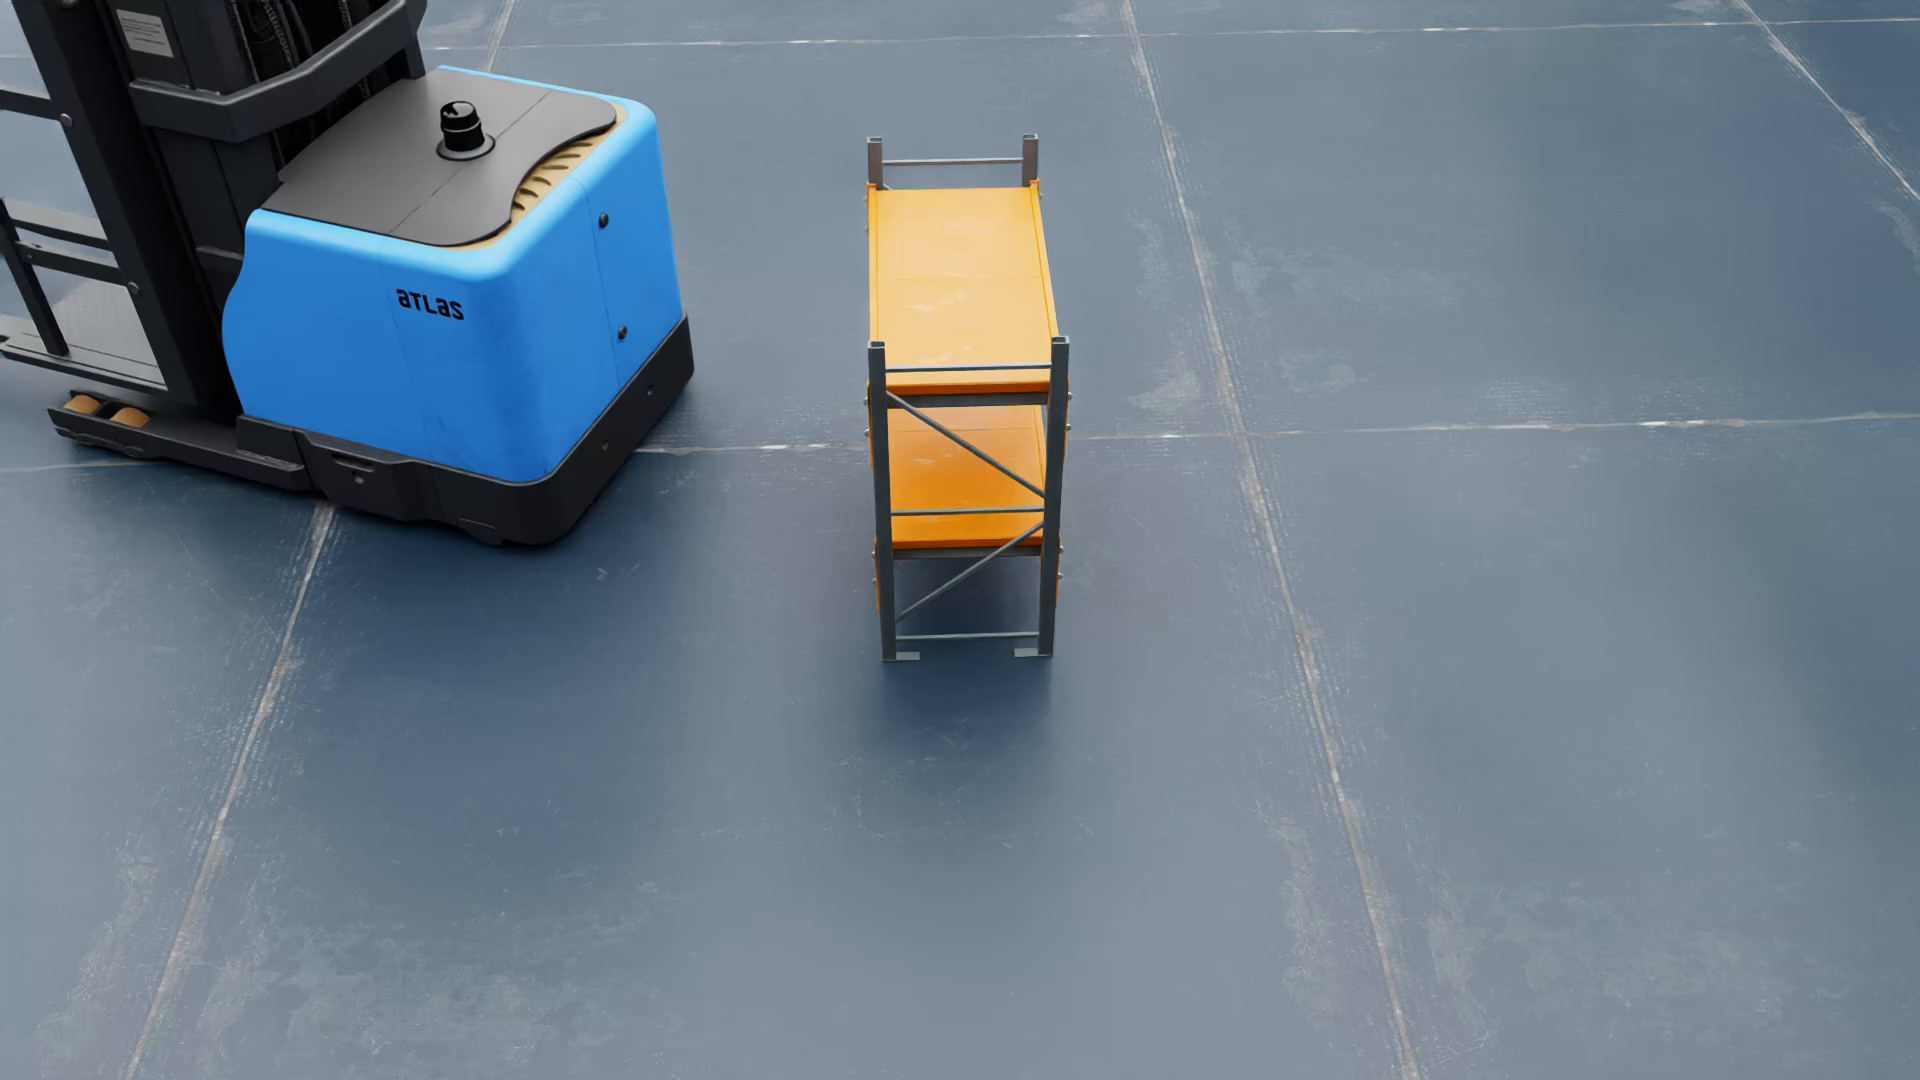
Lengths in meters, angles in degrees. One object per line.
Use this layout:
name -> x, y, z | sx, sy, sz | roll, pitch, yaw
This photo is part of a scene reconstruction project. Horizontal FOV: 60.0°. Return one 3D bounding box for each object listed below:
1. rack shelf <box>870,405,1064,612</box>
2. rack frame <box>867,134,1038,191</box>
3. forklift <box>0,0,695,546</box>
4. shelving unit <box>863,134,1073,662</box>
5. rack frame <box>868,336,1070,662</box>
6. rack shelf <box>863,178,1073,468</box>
rack shelf -> 0.000, -0.239, 5.040 | 0.538, 0.278, 1.000 | -2, 43, -2
rack frame -> -0.022, -0.762, 5.249 | 0.500, 1.125, 0.032 | -2, 43, -2
forklift -> -2.497, -1.675, 4.908 | 3.031, 2.935, 1.130 | 14, 44, 15
shelving unit -> 0.000, -0.419, 4.875 | 0.538, 1.125, 1.048 | -2, 43, -2
rack frame -> 0.021, -0.076, 4.500 | 0.500, 1.125, 0.032 | -2, 43, -2
rack shelf -> 0.000, -0.635, 4.677 | 0.538, 0.278, 1.000 | -2, 43, -2
